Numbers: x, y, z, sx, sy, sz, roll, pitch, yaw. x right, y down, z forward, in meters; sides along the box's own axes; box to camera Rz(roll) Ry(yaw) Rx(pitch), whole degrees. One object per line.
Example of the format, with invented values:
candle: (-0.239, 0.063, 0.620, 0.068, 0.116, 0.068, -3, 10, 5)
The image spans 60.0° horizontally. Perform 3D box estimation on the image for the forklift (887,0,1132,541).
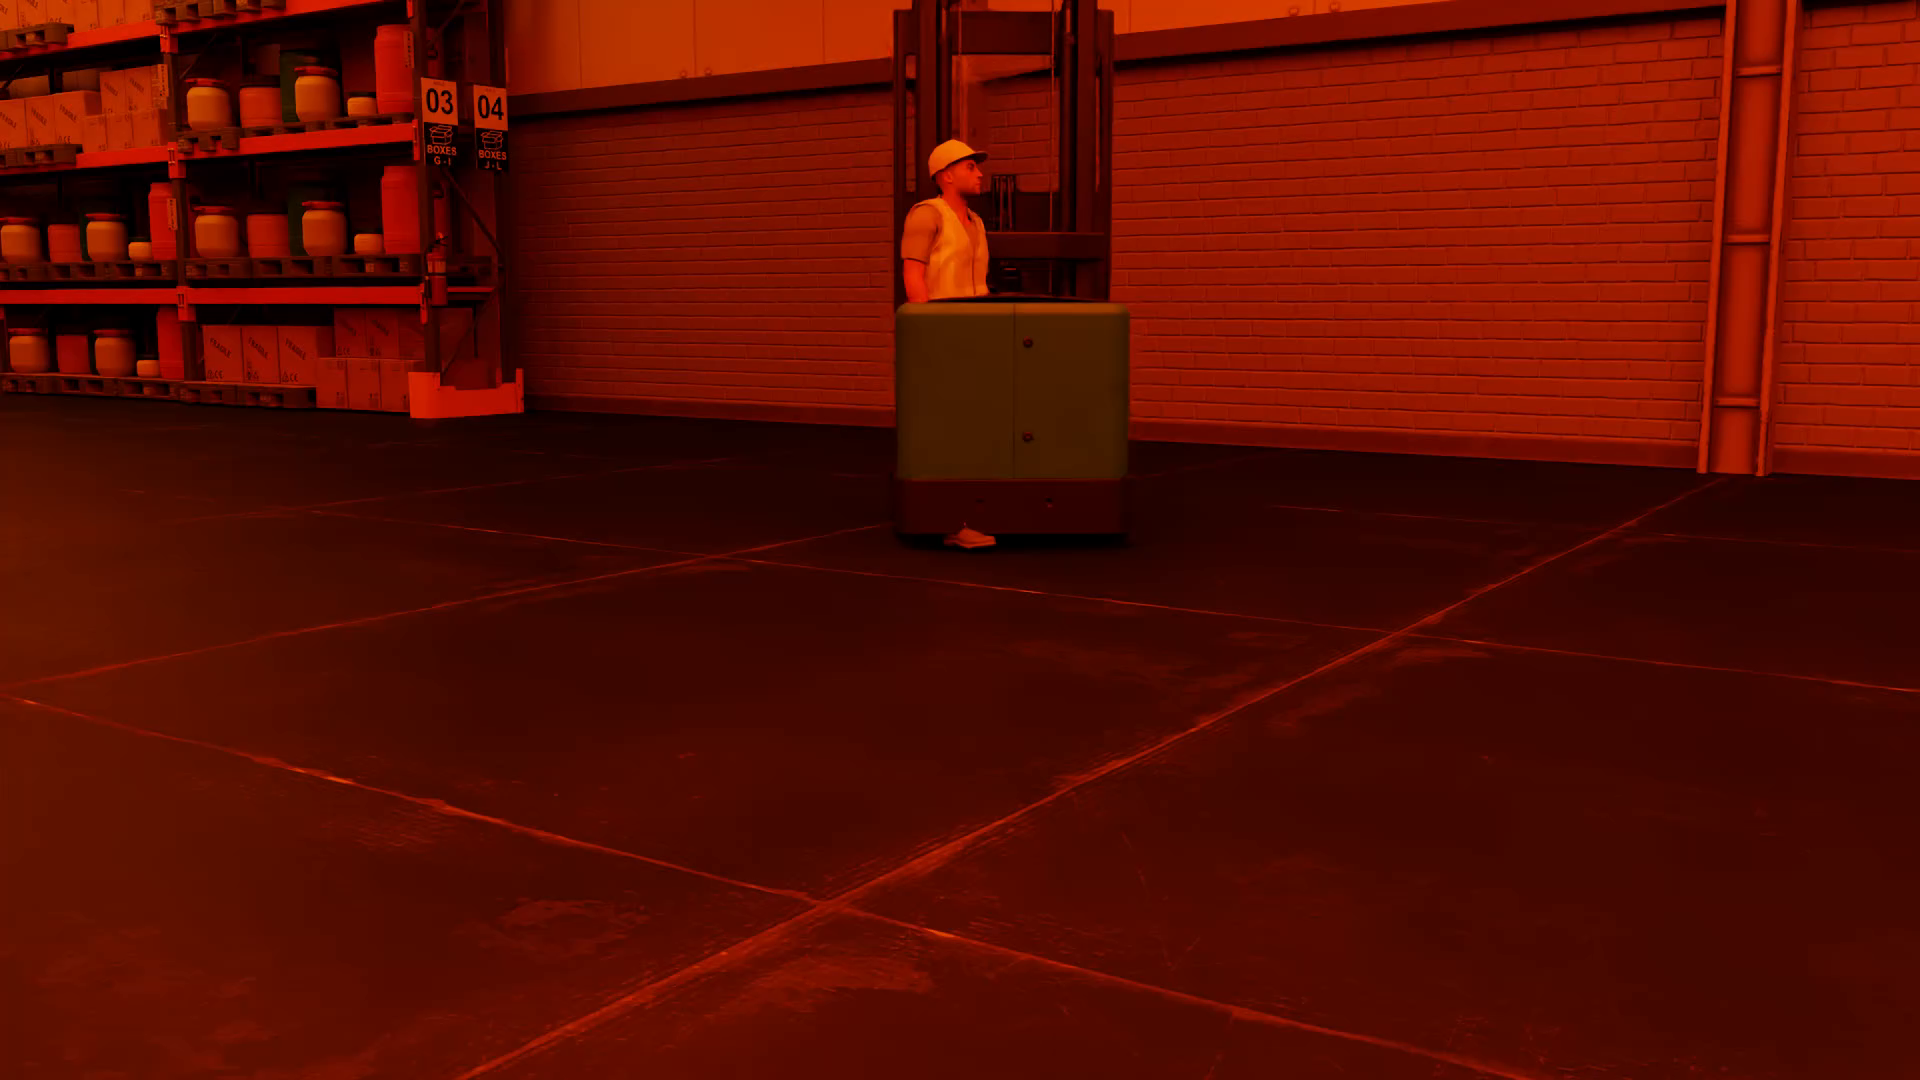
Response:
forklift: (0.207, -1.619, 8.577, 1.130, 2.935, 3.031, 0, 8, -1)

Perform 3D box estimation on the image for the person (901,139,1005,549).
person: (0.058, -0.885, 7.423, 0.567, 1.786, 0.637, 5, 10, 34)
